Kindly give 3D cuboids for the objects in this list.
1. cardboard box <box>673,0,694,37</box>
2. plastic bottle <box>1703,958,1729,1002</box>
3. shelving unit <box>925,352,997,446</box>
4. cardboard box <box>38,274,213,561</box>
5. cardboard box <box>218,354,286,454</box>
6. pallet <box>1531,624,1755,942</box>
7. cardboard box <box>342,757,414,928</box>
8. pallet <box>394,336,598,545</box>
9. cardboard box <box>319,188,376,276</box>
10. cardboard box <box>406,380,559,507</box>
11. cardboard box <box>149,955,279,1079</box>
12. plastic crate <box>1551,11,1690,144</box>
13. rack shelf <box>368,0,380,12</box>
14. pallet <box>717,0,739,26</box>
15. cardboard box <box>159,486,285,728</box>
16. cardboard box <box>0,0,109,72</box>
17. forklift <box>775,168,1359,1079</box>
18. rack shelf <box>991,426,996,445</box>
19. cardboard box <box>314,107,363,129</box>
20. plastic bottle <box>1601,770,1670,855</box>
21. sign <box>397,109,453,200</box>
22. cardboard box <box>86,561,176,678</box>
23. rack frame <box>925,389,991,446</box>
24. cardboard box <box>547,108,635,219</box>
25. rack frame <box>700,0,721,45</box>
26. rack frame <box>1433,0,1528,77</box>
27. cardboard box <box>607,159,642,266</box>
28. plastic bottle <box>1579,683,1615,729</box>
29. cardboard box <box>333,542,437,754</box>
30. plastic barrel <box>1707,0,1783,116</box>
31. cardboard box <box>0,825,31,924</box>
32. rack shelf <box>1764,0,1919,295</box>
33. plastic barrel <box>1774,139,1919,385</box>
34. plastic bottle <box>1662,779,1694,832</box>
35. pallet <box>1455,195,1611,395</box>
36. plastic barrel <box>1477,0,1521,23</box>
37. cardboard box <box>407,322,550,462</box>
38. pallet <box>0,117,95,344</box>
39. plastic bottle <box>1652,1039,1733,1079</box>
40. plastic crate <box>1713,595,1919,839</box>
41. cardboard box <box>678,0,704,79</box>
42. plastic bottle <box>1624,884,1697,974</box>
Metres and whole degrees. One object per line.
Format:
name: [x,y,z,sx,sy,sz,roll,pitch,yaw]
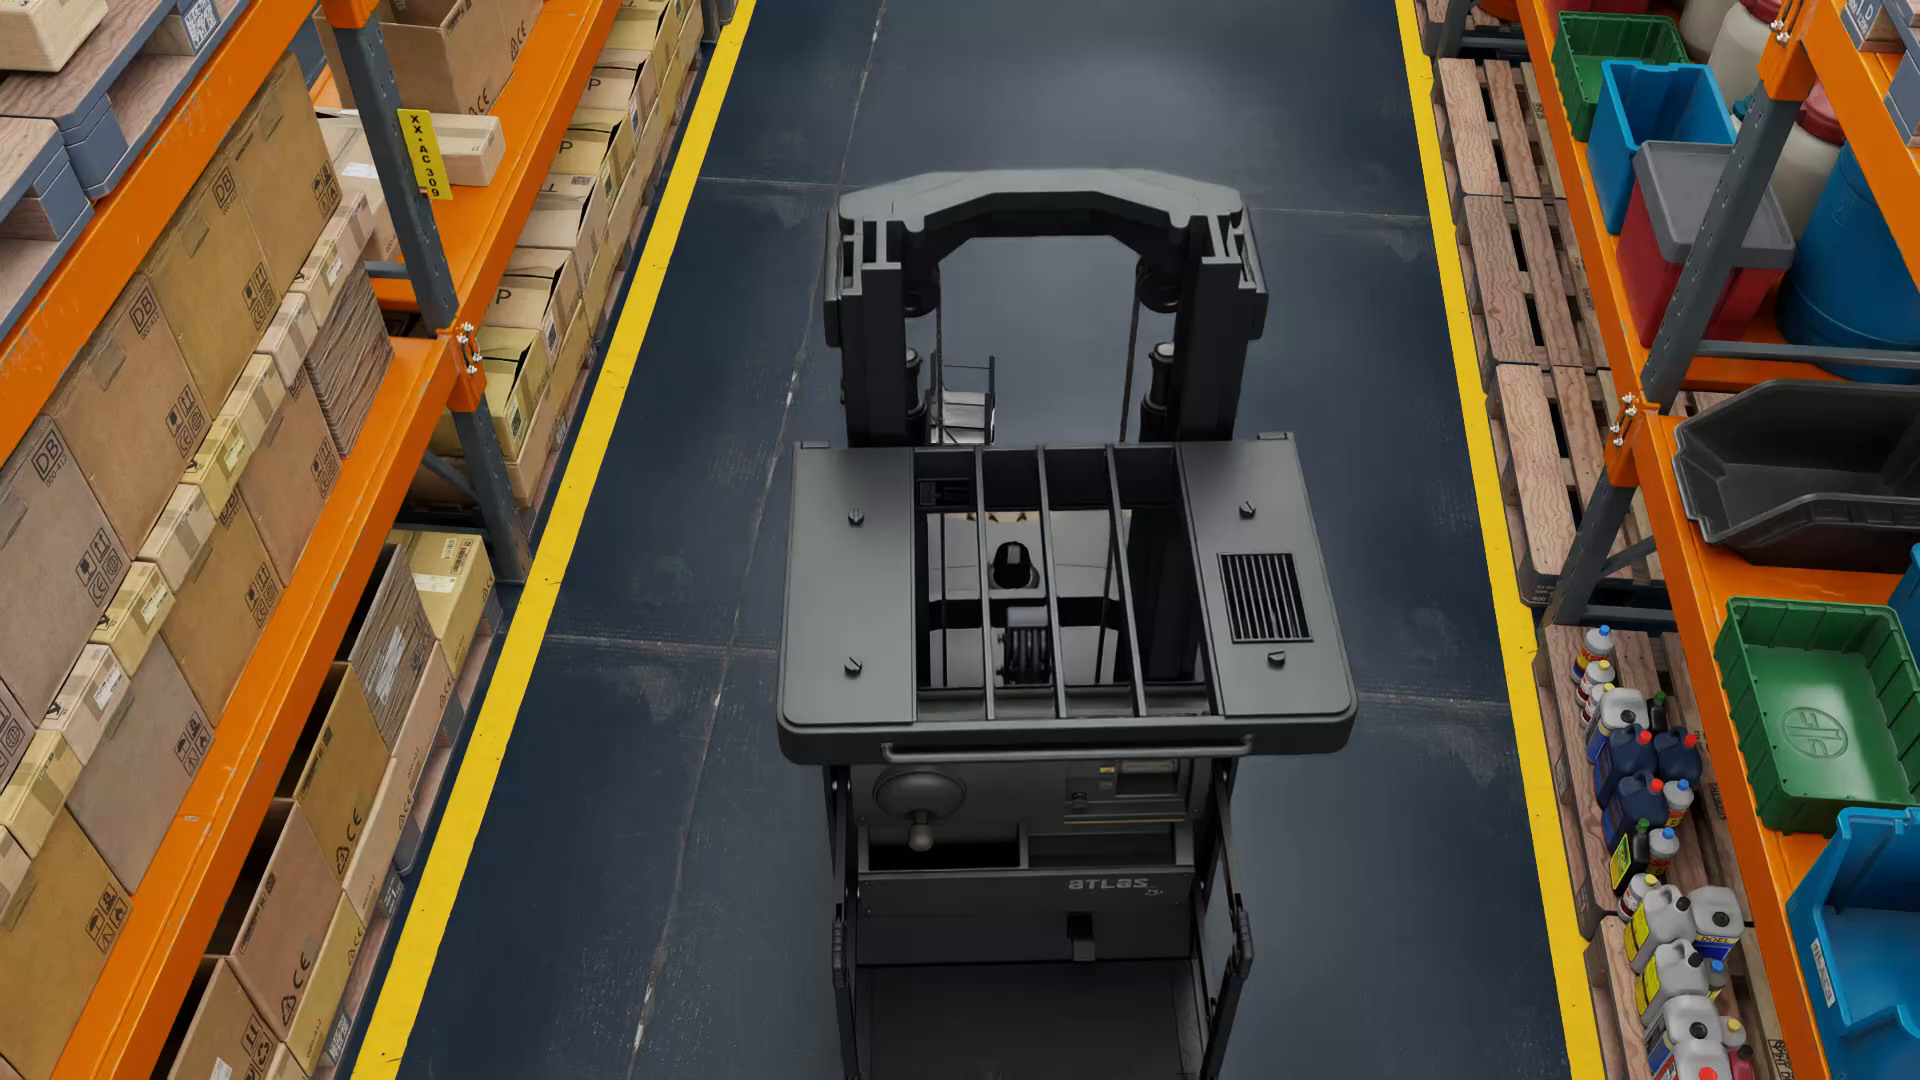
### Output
cardboard box: [-1.653,-2.854,8.526,0.500,0.311,0.500,5,48,5]
plastic bottle: [2.282,1.348,5.083,0.097,0.201,0.097,0,48,0]
shelving unit: [0.001,-0.310,6.423,0.258,0.900,0.210,4,48,4]
cardboard box: [-2.340,-0.319,4.062,0.700,0.500,0.500,4,48,4]
cardboard box: [-2.095,-0.384,4.561,0.380,0.149,0.250,4,48,3]
pallet: [2.615,0.855,5.825,1.003,0.211,1.213,4,48,4]
cardboard box: [-2.126,0.964,5.414,0.500,0.250,0.500,4,48,4]
pallet: [-2.187,-0.516,7.079,1.003,0.211,1.213,4,48,4]
cardboard box: [-2.026,-0.951,5.080,0.380,0.149,0.250,4,48,3]
cardboard box: [-1.931,-0.406,6.668,0.500,0.250,0.500,3,48,3]
cardboard box: [-2.233,1.445,4.466,0.500,0.500,0.500,4,48,4]
plastic crate: [2.595,-1.804,6.511,0.450,0.188,0.662,4,48,4]
rack shelf: [-2.033,-3.152,6.055,1.077,0.370,4.000,4,48,4]
pallet: [-1.745,-3.457,9.769,1.003,0.211,1.213,4,48,4]
cardboard box: [-2.340,0.136,4.525,0.700,0.500,0.500,5,48,4]
cardboard box: [-2.053,-1.125,3.504,0.380,0.149,0.250,4,48,4]
forklift: [0.190,0.696,4.127,1.130,2.935,3.031,-1,48,-1]
rack shelf: [0.001,-0.348,6.382,0.258,0.077,0.200,4,48,4]
cardboard box: [-2.318,-1.526,6.204,0.396,0.266,0.258,3,48,3]
plastic bottle: [2.213,0.872,5.416,0.144,0.351,0.185,2,48,2]
sign: [-1.662,-1.196,5.170,0.100,0.325,0.005,4,48,4]
cardboard box: [-2.165,0.177,4.048,0.380,0.149,0.250,5,48,5]
rack frame: [-0.009,-0.235,6.355,0.240,0.900,0.006,4,48,4]
cardboard box: [-1.790,-1.733,7.501,0.500,0.311,0.500,5,48,5]
rack frame: [-1.850,-3.852,8.241,1.000,3.000,0.127,4,48,4]
rack frame: [3.082,-3.516,7.933,1.000,3.000,0.127,4,48,4]
cardboard box: [-1.792,-1.536,7.701,0.500,0.250,0.500,5,48,4]
plastic bottle: [2.233,0.573,5.791,0.097,0.201,0.097,0,48,0]
cardboard box: [-2.097,0.342,5.475,0.500,0.500,0.500,4,48,4]
plastic barrel: [3.090,-1.850,6.317,0.433,0.535,0.433,0,48,0]
cardboard box: [-2.237,0.741,3.532,0.380,0.149,0.250,2,48,2]
rack shelf: [2.535,0.123,3.059,1.077,0.370,4.000,4,48,4]
plastic barrel: [3.054,-1.010,5.301,0.600,0.901,0.708,4,48,4]
plastic bottle: [2.338,0.875,5.468,0.097,0.271,0.097,0,48,0]
pallet: [2.859,-1.115,7.626,1.003,0.211,1.213,4,48,4]
plastic barrel: [3.110,-3.286,8.909,0.600,0.830,0.708,4,48,4]
cardboard box: [-1.929,-0.603,6.467,0.500,0.311,0.500,4,48,4]
pallet: [-2.381,-0.373,3.085,1.003,0.211,1.213,4,48,4]
plastic bottle: [2.134,1.571,4.828,0.152,0.276,0.135,4,48,4]
plastic crate: [2.313,0.473,4.428,0.450,0.188,0.662,4,48,4]
cardboard box: [-1.655,-2.663,8.732,0.500,0.250,0.500,5,48,4]
plastic bottle: [2.175,1.185,5.131,0.144,0.351,0.185,4,48,3]
